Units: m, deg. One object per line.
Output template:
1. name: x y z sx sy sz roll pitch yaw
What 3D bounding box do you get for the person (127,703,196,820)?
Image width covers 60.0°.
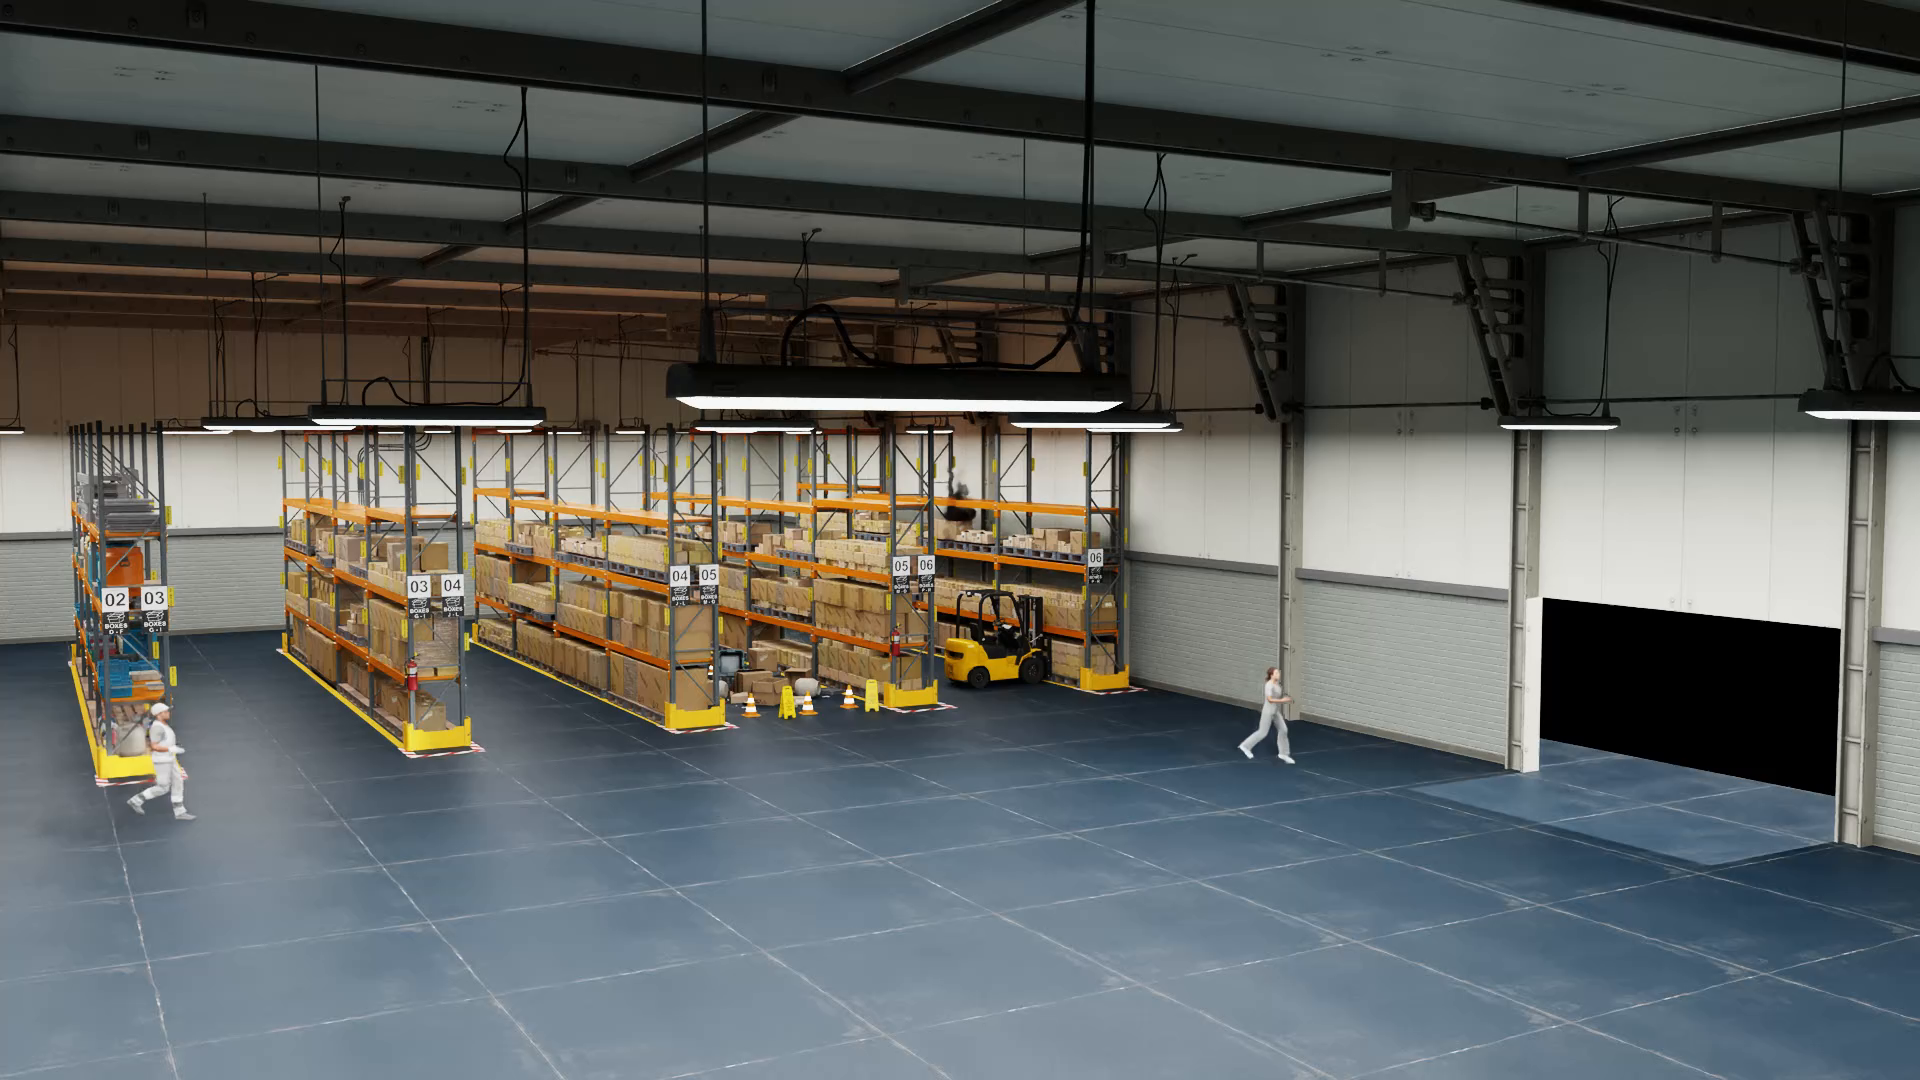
1. person: -11.871 3.306 24.716 0.928 1.779 0.658 -1 4 -13

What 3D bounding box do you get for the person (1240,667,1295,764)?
1. person: 5.439 3.072 29.334 0.955 1.695 0.575 2 4 29
